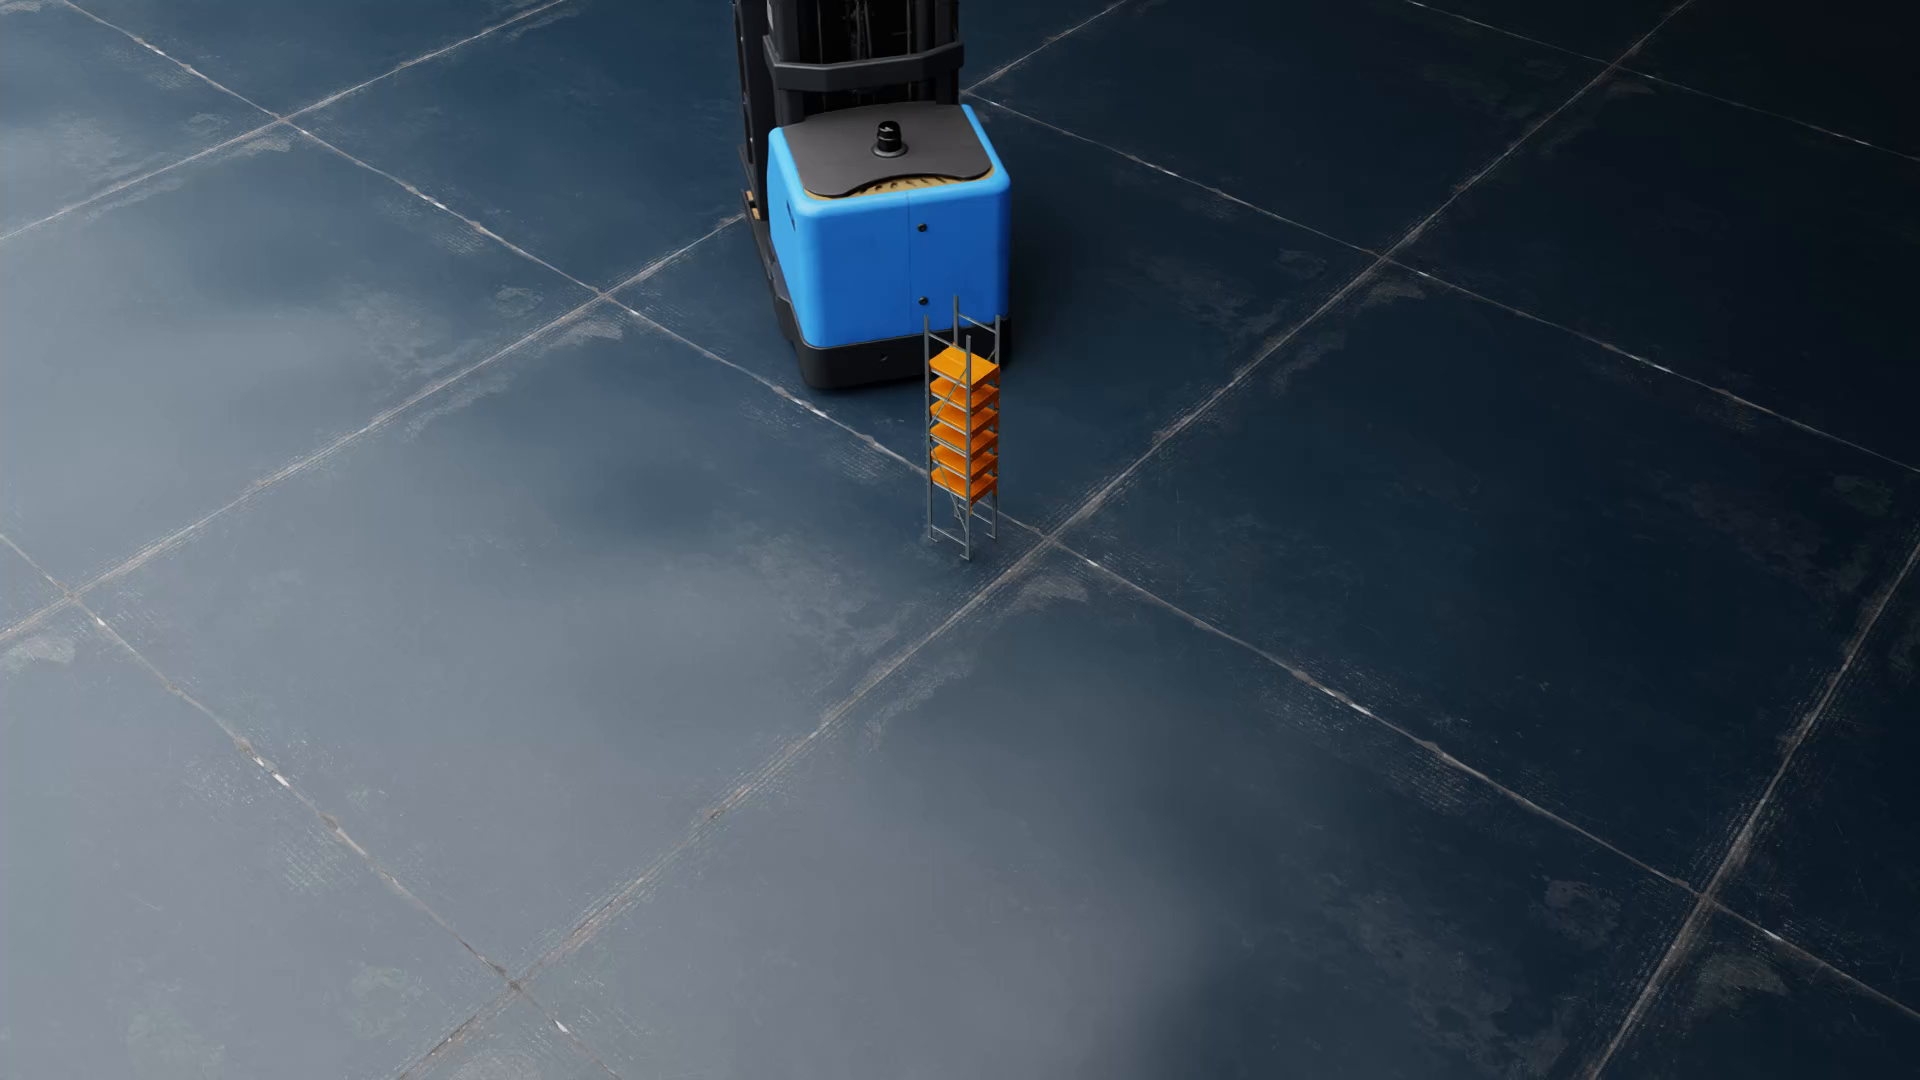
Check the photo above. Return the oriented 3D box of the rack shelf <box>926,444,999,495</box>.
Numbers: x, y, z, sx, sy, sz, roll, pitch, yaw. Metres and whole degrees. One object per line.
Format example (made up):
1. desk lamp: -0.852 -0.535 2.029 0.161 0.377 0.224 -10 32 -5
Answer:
1. rack shelf: 0.009 -0.330 7.147 0.258 0.103 0.180 29 50 28

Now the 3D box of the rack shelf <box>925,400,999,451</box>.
1. rack shelf: 0.009 -0.507 6.986 0.258 0.103 0.180 29 50 28

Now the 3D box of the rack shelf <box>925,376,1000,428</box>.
1. rack shelf: 0.009 -0.596 6.905 0.258 0.103 0.180 29 50 28

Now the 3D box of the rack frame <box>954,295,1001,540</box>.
1. rack frame: 0.068 -0.498 7.089 0.240 1.200 0.006 29 50 28

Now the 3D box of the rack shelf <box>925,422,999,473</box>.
1. rack shelf: 0.009 -0.419 7.067 0.258 0.103 0.180 29 50 28

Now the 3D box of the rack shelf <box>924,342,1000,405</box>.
1. rack shelf: 0.009 -0.685 6.825 0.258 0.103 0.180 29 50 28

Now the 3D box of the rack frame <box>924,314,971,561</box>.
1. rack frame: -0.050 -0.404 6.985 0.240 1.200 0.006 29 50 28

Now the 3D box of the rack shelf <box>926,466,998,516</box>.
1. rack shelf: 0.009 -0.241 7.228 0.258 0.103 0.180 29 50 28

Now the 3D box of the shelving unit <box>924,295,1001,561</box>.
1. shelving unit: 0.009 -0.451 7.037 0.258 1.200 0.189 29 50 28

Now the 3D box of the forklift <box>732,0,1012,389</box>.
1. forklift: -0.610 -2.829 8.365 1.130 2.935 3.031 -10 43 -11
